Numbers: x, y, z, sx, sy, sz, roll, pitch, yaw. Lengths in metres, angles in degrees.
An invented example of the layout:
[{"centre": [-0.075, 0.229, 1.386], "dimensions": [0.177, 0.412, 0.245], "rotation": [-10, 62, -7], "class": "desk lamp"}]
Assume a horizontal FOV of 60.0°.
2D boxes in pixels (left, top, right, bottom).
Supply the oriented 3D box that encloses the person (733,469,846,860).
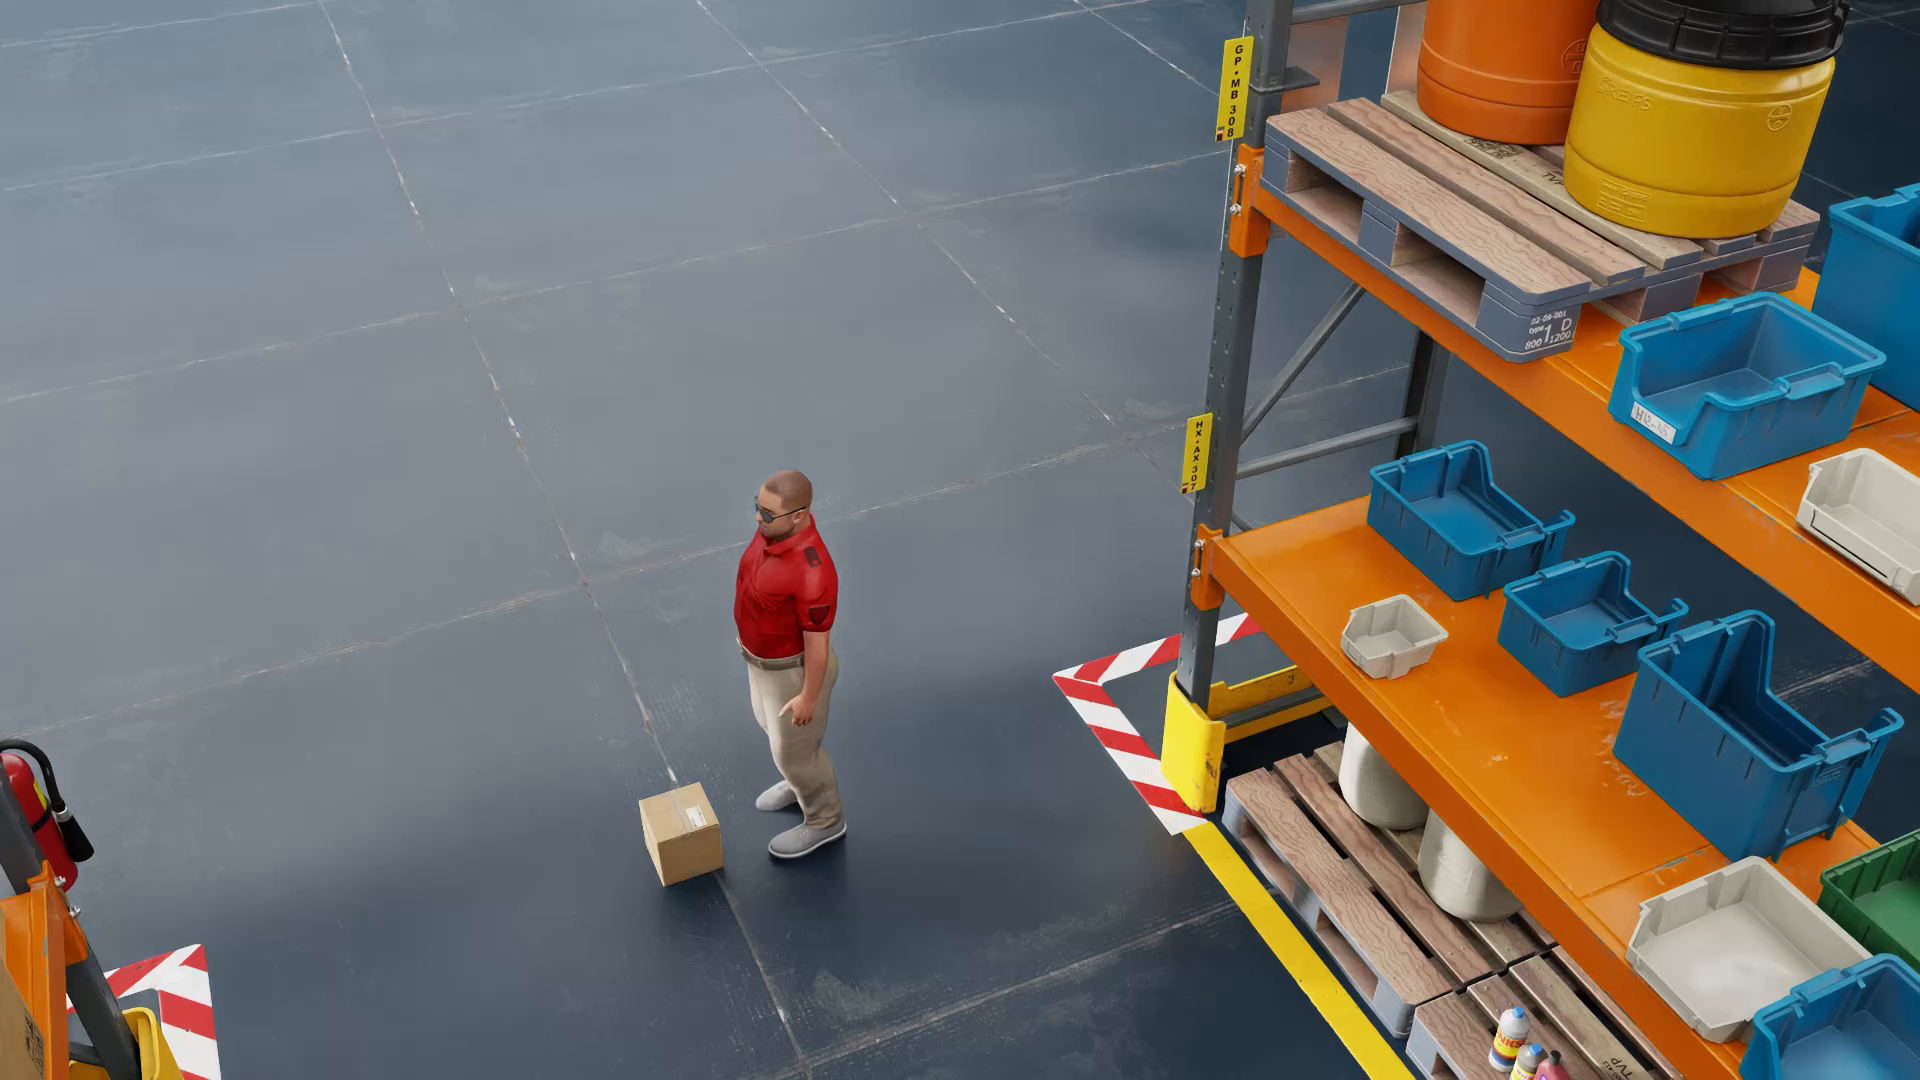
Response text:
[{"centre": [-0.651, 0.477, 6.268], "dimensions": [0.360, 1.746, 0.526], "rotation": [-15, 39, -19], "class": "person"}]
